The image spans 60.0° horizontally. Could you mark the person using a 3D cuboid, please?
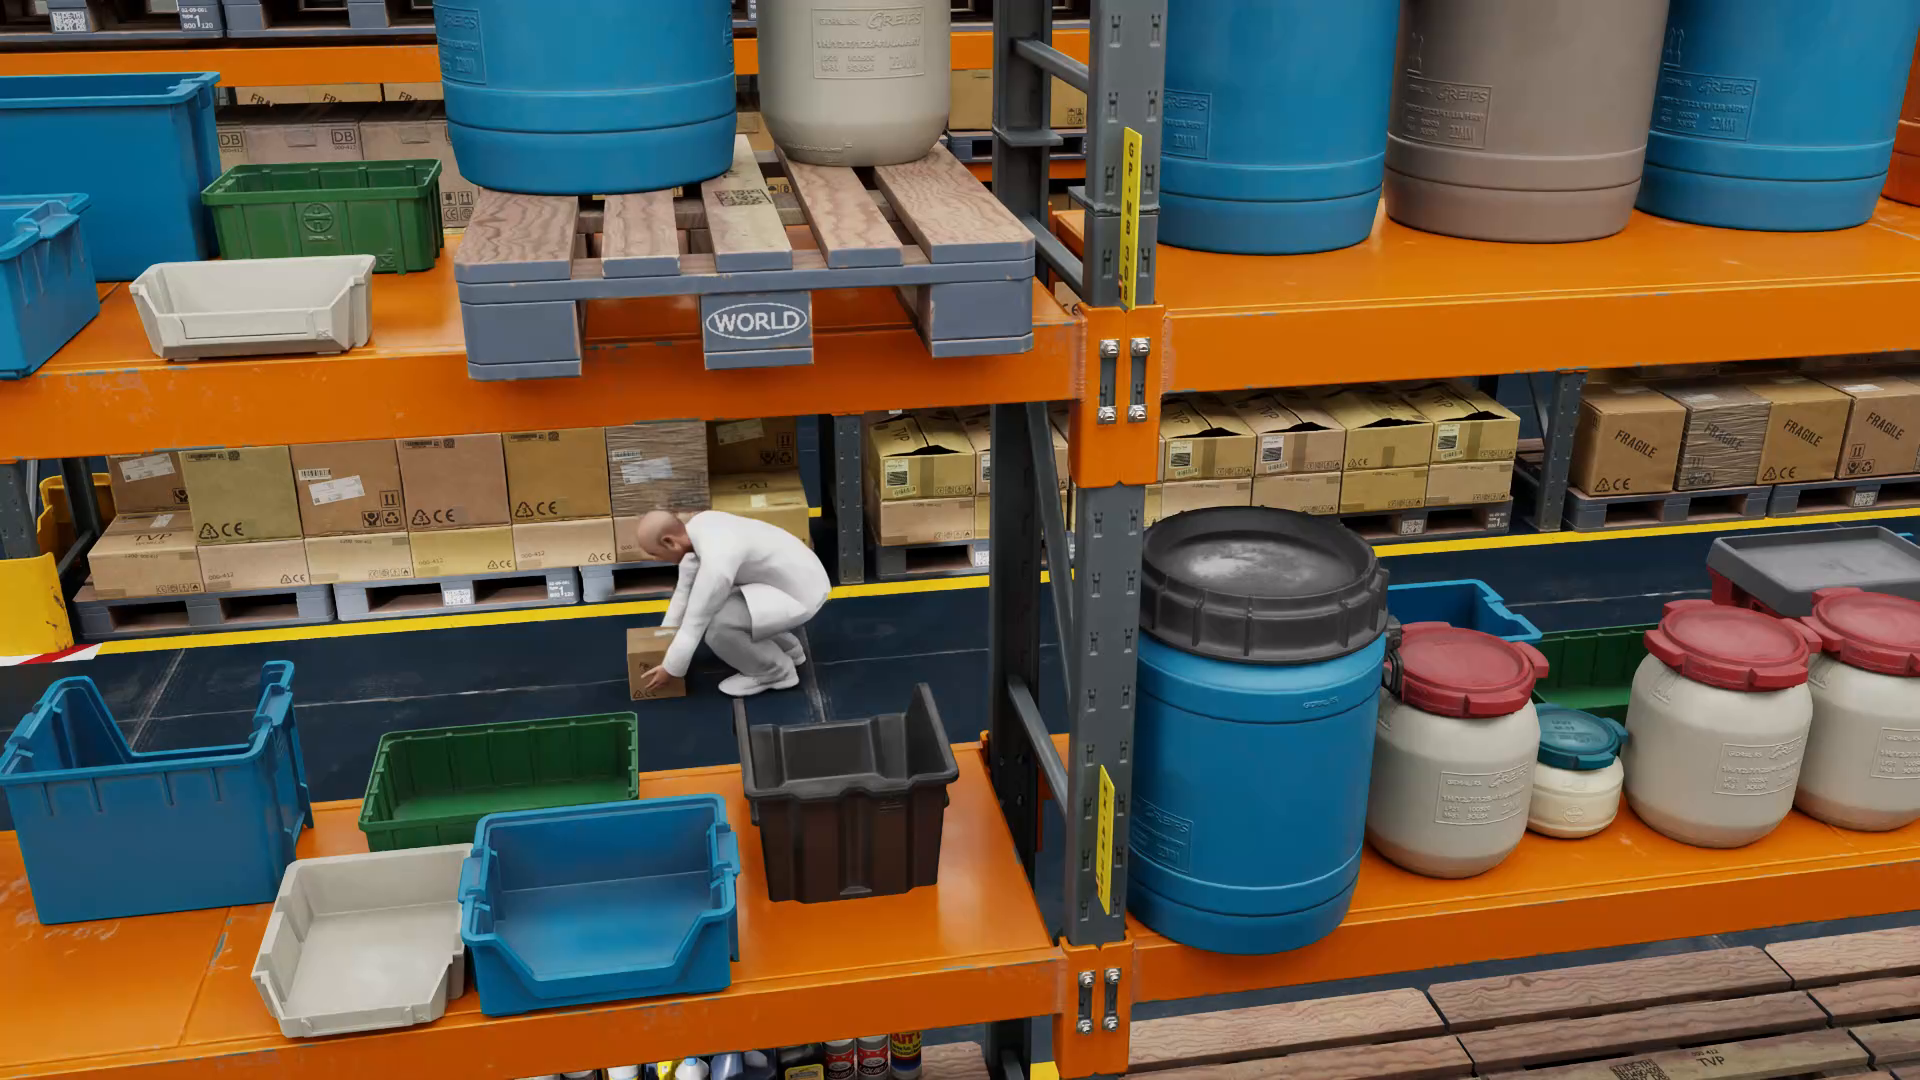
[{"bbox_3d":[-1.045,0.247,7.652,0.907,0.906,0.606,-4,23,-9],"label":"person"}]
